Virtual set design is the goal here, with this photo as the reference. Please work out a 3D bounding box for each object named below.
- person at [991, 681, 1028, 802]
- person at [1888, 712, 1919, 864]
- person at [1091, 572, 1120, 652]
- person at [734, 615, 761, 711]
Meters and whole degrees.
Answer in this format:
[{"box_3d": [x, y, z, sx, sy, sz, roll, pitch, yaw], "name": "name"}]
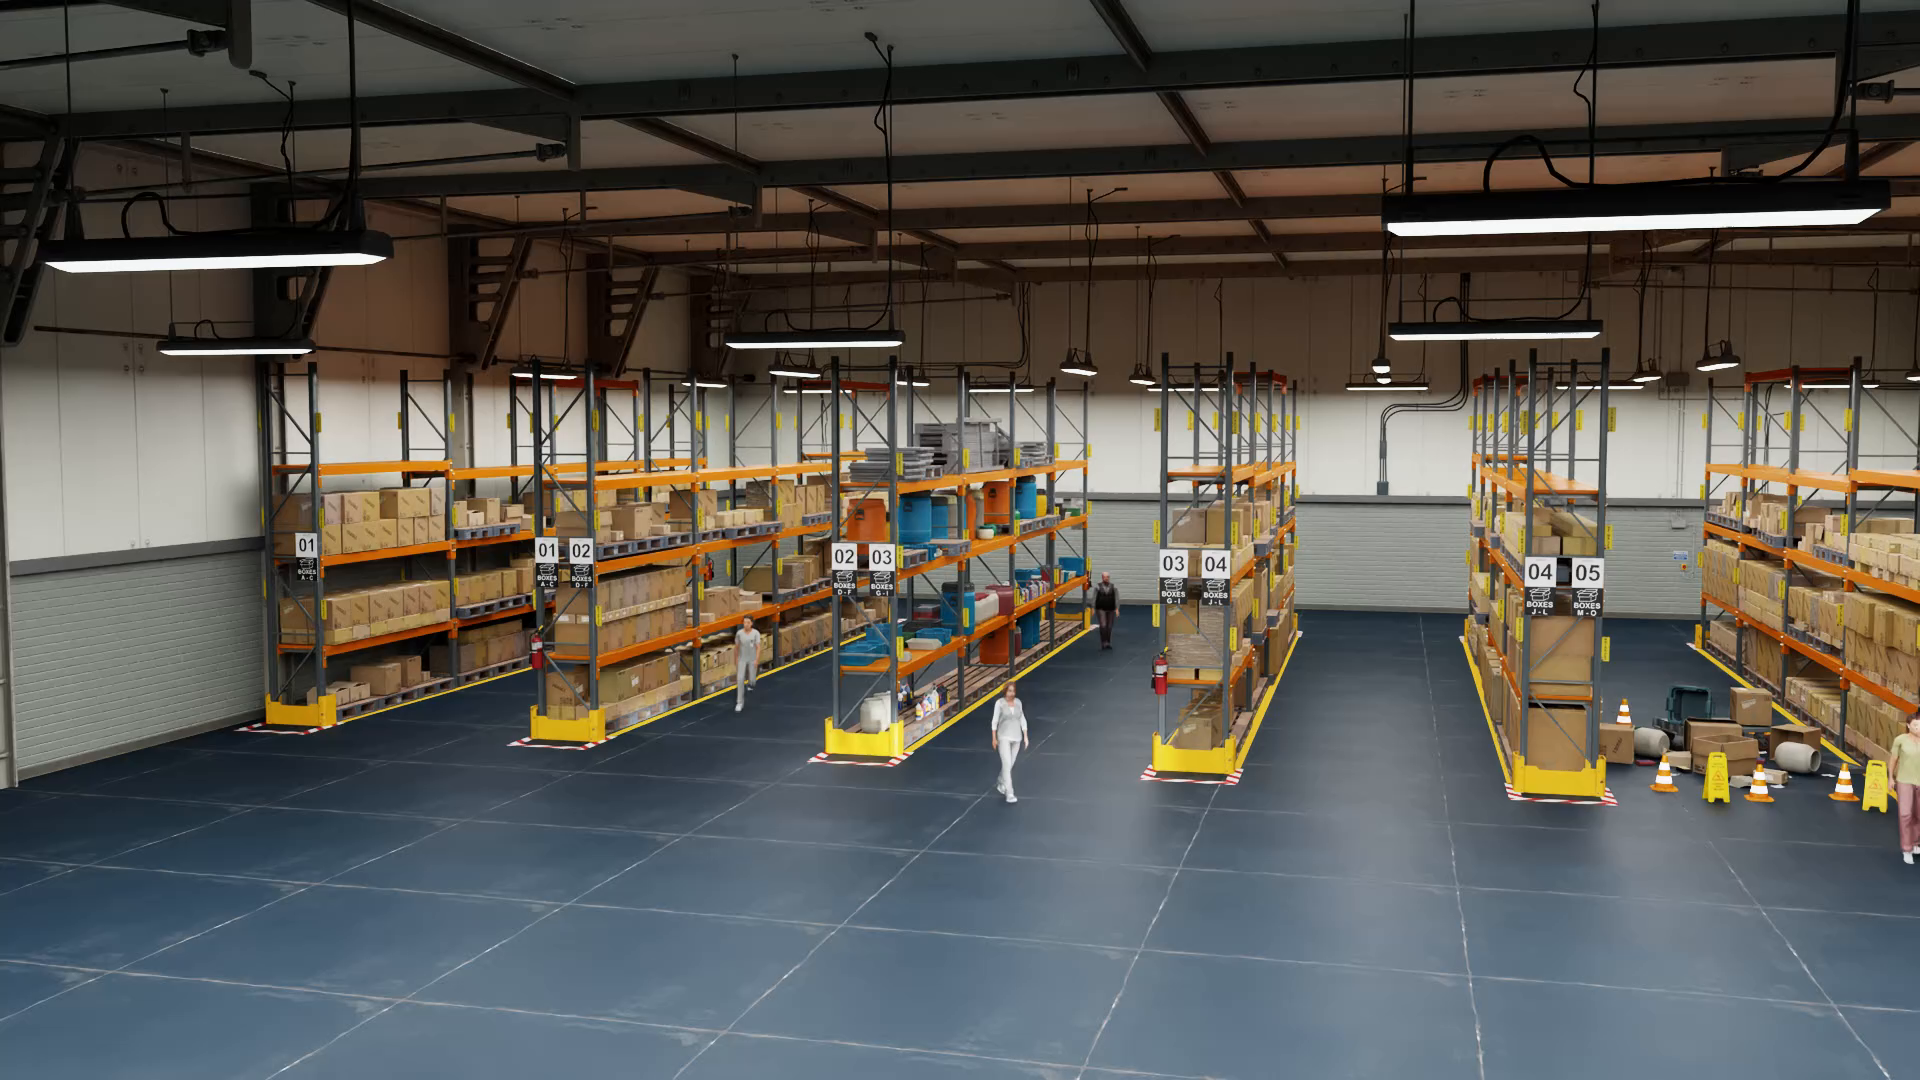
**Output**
[{"box_3d": [0.672, 2.657, 22.069, 0.441, 1.561, 0.870, -2, 5, -28], "name": "person"}, {"box_3d": [10.990, 2.833, 19.138, 0.501, 1.702, 0.639, 1, 4, 17], "name": "person"}, {"box_3d": [3.208, 1.602, 36.582, 0.592, 1.794, 0.554, -1, 4, -15], "name": "person"}, {"box_3d": [-3.722, 2.116, 29.104, 0.473, 1.626, 0.937, -1, 4, -10], "name": "person"}]
